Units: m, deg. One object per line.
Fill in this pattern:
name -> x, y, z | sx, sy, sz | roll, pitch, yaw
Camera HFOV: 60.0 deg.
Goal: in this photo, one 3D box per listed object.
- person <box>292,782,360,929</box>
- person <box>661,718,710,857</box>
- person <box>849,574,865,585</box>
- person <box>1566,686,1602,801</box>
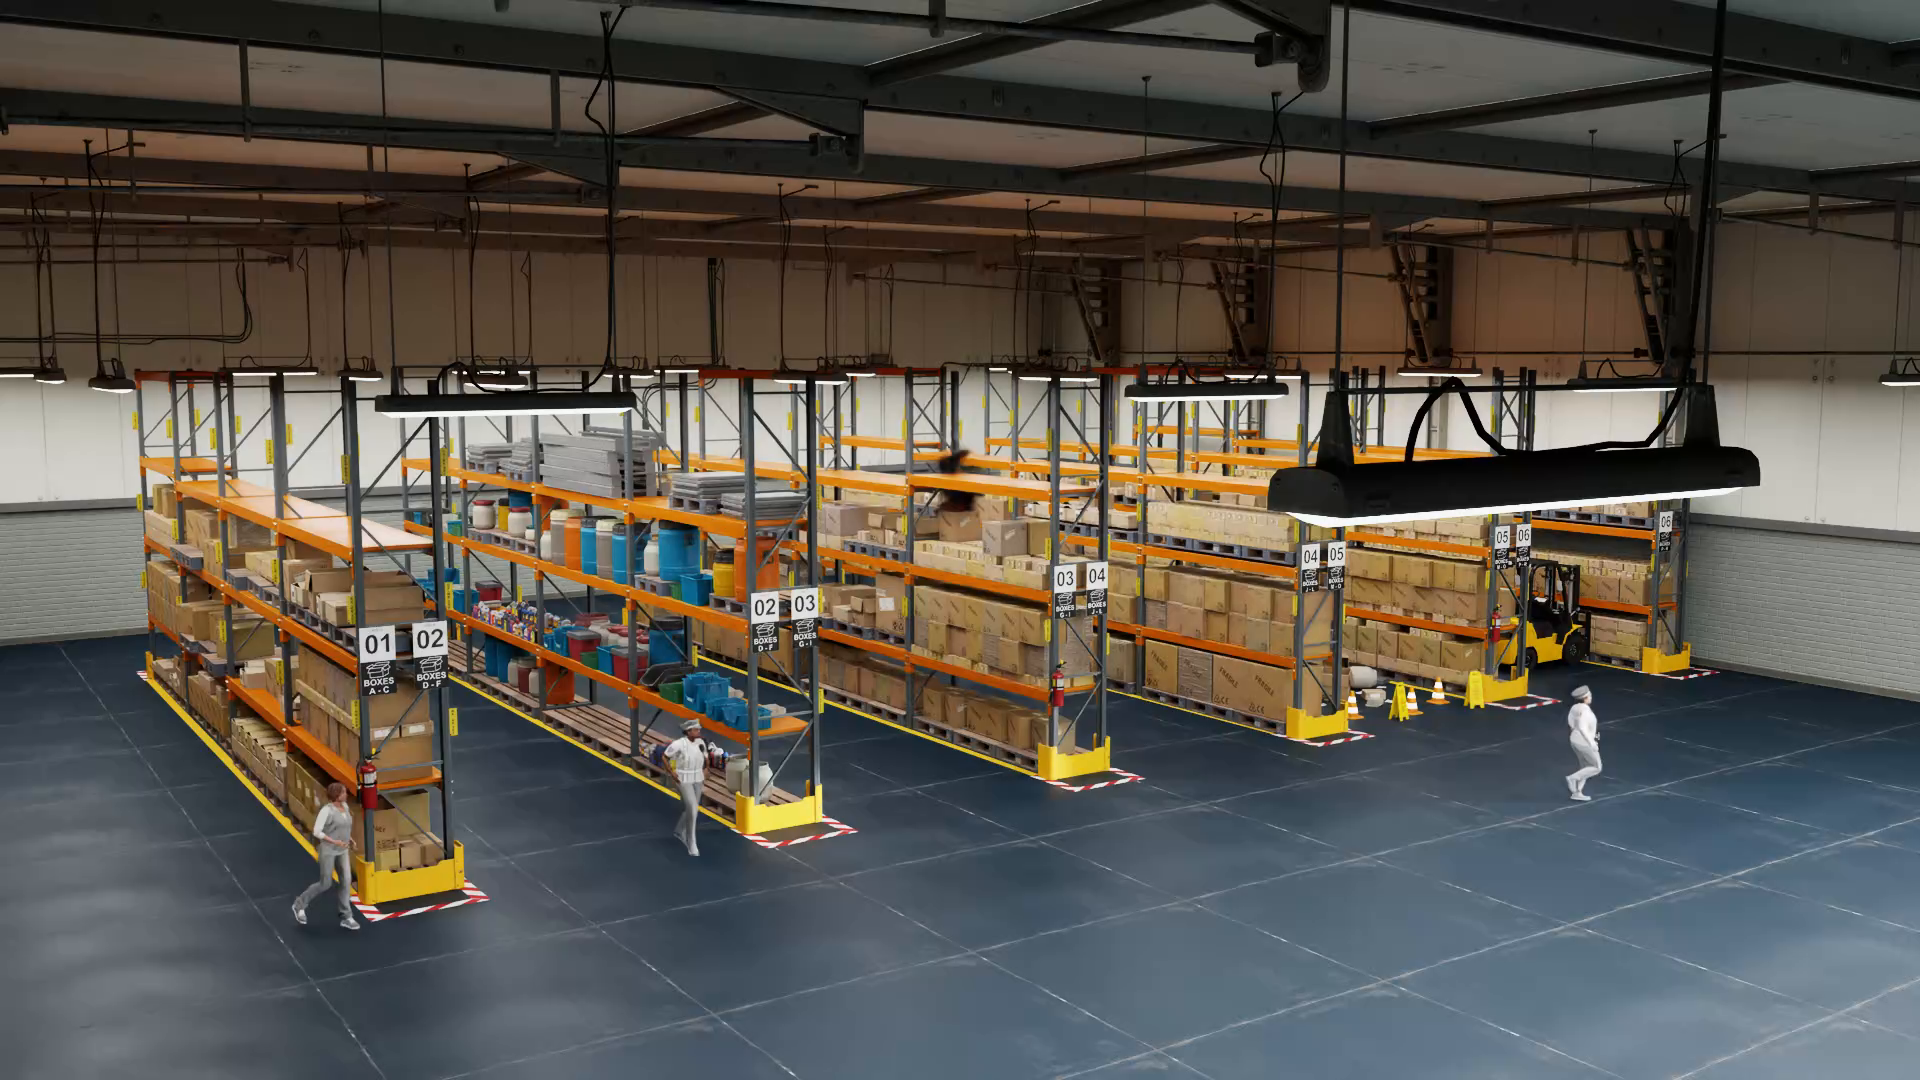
person -> -6.910, 3.460, 18.406 | 0.830, 1.568, 0.607 | 2, 7, 19
person -> -3.453, 3.118, 21.219 | 0.719, 1.725, 0.581 | 6, 9, 44
person -> -2.605, 0.772, 42.041 | 0.526, 1.648, 0.684 | 2, 7, 19
person -> 8.805, 2.873, 23.482 | 0.548, 1.649, 0.614 | -1, 6, -5
